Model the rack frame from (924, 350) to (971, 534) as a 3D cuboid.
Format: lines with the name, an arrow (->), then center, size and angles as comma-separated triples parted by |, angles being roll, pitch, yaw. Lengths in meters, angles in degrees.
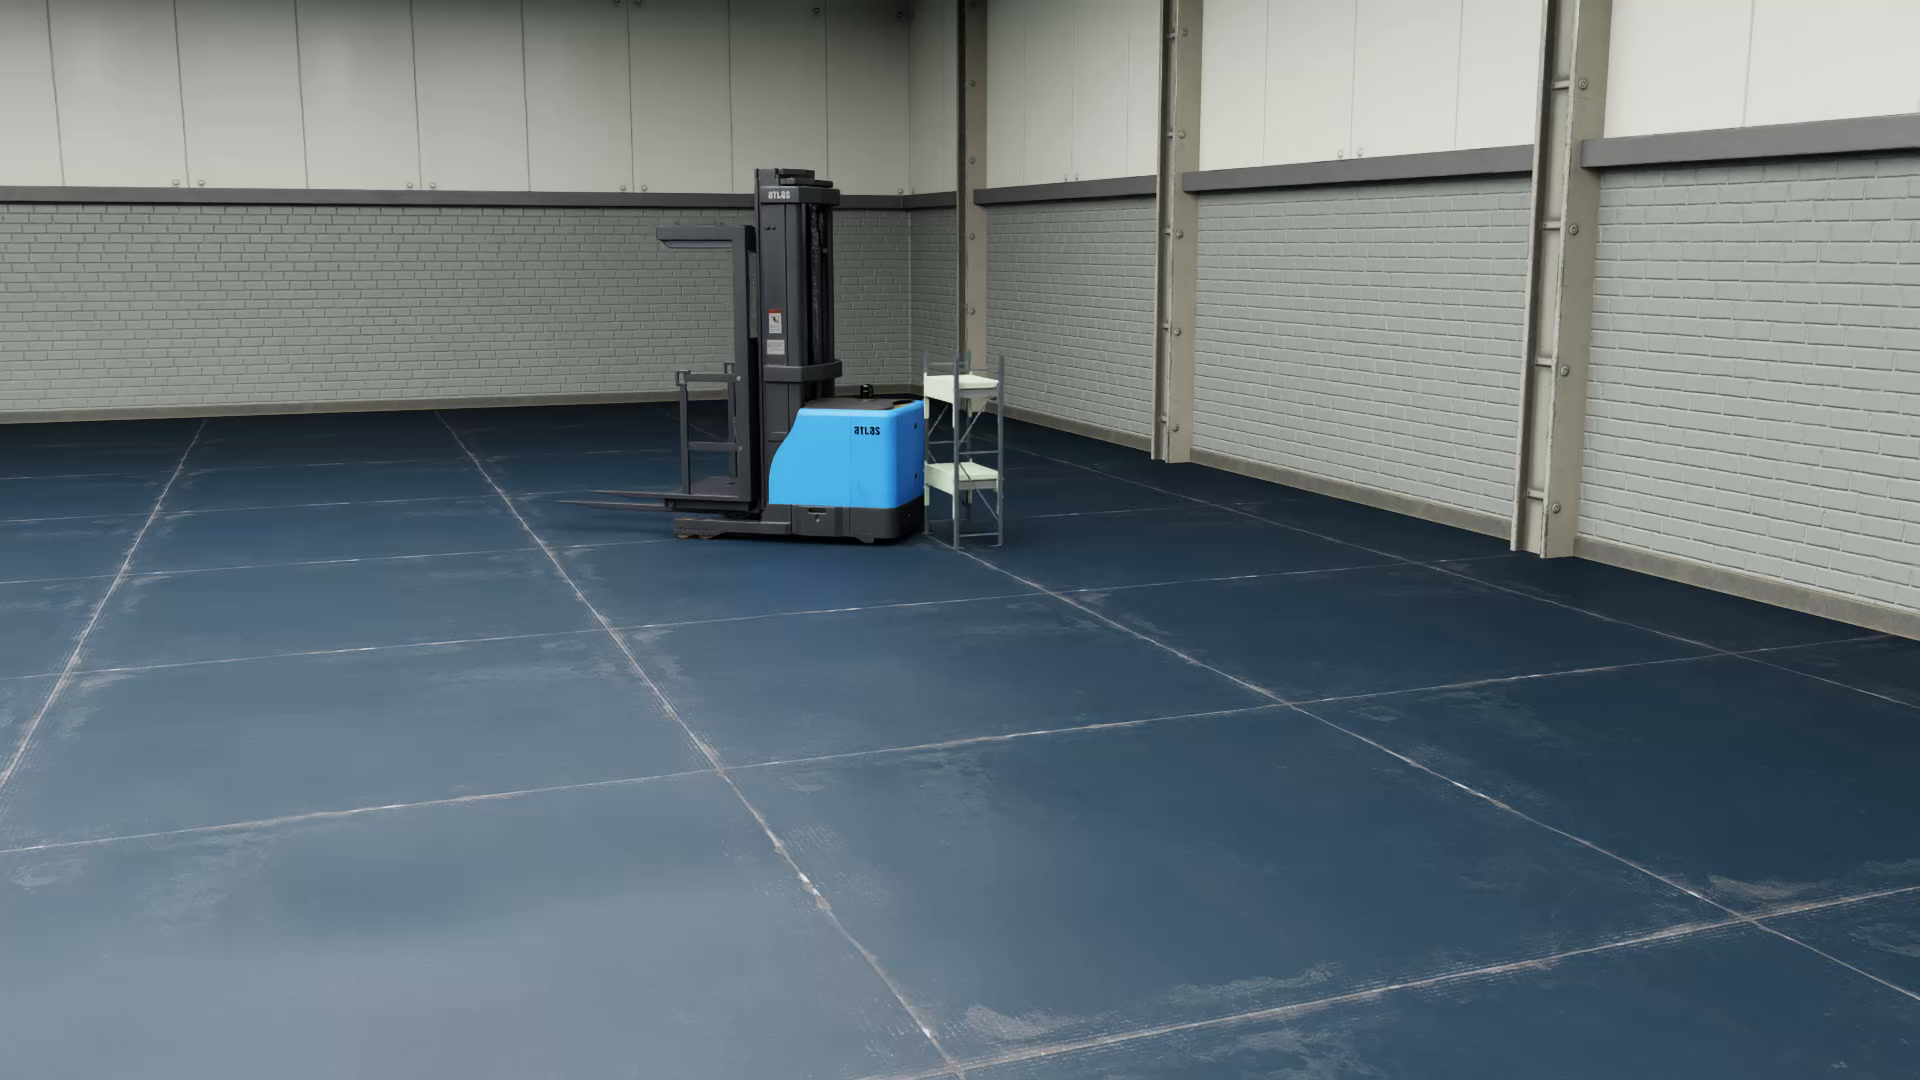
rack frame -> -0.101, -0.798, 13.624 | 0.400, 1.500, 0.023 | -4, 11, -19

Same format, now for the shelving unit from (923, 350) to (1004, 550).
shelving unit -> 0.022, -0.738, 13.284 | 0.431, 1.500, 0.755 | -4, 11, -19

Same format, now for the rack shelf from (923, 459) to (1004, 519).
rack shelf -> 0.022, -0.417, 13.342 | 0.431, 0.370, 0.720 | -4, 11, -19

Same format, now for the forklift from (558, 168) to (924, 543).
forklift -> -1.833, -1.535, 13.678 | 3.031, 2.935, 1.130 | 3, 10, 15

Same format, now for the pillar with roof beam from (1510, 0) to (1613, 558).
pillar with roof beam -> 0.500, -4.060, 10.551 | 9.100, 9.000, 0.400 | -4, 11, -21

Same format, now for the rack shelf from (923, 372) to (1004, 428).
rack shelf -> 0.022, -1.122, 13.216 | 0.431, 0.370, 0.720 | -4, 11, -19

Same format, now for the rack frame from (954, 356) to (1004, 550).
rack frame -> 0.145, -0.677, 12.945 | 0.400, 1.500, 0.023 | -4, 11, -19

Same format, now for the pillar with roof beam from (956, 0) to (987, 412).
pillar with roof beam -> -3.848, -6.019, 21.562 | 9.100, 9.000, 0.400 | -4, 11, -21

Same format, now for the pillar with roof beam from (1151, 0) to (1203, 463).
pillar with roof beam -> -1.674, -5.040, 16.056 | 9.100, 9.000, 0.400 | -4, 11, -21
